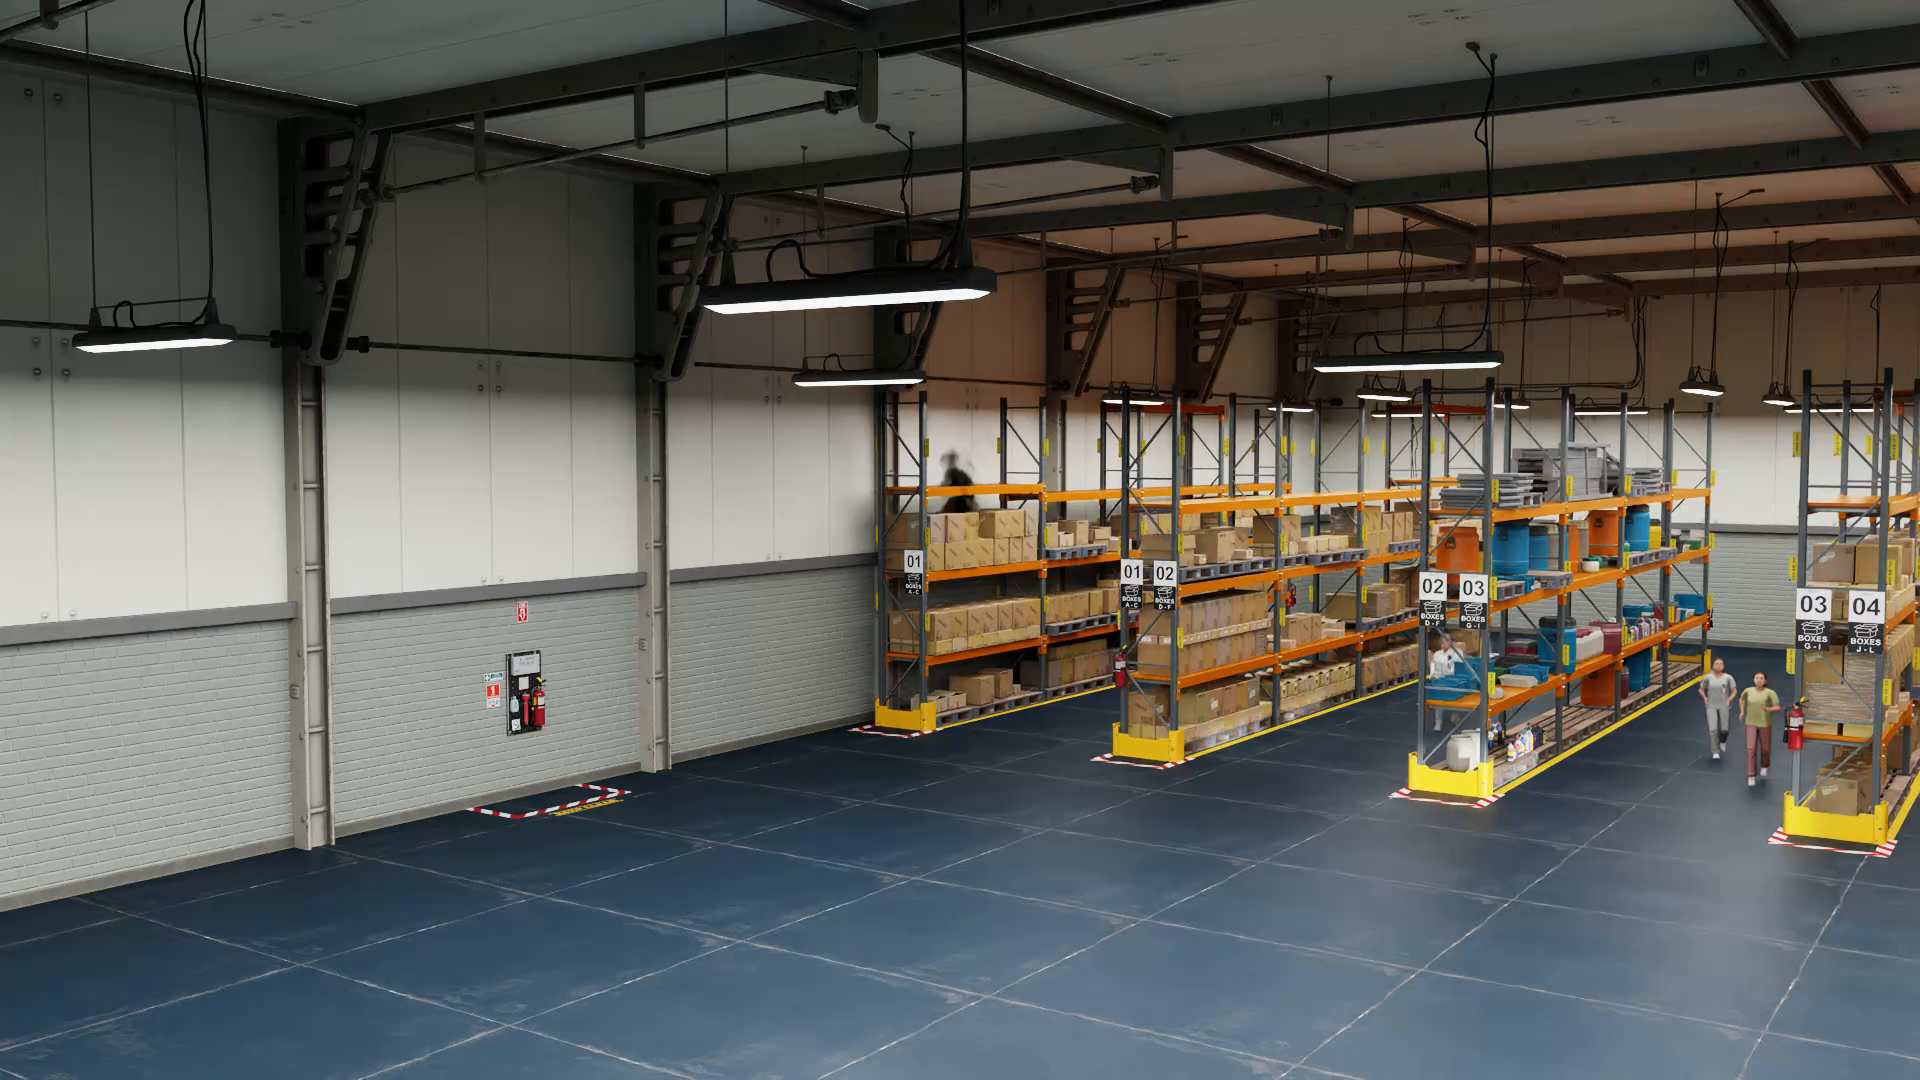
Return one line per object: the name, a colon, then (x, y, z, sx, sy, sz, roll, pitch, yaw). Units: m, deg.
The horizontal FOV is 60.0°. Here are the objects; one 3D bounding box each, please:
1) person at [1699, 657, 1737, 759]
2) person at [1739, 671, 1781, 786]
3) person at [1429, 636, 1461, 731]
person: (12.216, 2.699, 26.825, 0.561, 1.619, 0.591, 1, 3, 24)
person: (11.893, 2.767, 24.753, 0.574, 1.655, 0.969, 2, 4, 30)
person: (8.608, 2.517, 29.524, 0.624, 1.669, 0.855, 2, 4, 33)
